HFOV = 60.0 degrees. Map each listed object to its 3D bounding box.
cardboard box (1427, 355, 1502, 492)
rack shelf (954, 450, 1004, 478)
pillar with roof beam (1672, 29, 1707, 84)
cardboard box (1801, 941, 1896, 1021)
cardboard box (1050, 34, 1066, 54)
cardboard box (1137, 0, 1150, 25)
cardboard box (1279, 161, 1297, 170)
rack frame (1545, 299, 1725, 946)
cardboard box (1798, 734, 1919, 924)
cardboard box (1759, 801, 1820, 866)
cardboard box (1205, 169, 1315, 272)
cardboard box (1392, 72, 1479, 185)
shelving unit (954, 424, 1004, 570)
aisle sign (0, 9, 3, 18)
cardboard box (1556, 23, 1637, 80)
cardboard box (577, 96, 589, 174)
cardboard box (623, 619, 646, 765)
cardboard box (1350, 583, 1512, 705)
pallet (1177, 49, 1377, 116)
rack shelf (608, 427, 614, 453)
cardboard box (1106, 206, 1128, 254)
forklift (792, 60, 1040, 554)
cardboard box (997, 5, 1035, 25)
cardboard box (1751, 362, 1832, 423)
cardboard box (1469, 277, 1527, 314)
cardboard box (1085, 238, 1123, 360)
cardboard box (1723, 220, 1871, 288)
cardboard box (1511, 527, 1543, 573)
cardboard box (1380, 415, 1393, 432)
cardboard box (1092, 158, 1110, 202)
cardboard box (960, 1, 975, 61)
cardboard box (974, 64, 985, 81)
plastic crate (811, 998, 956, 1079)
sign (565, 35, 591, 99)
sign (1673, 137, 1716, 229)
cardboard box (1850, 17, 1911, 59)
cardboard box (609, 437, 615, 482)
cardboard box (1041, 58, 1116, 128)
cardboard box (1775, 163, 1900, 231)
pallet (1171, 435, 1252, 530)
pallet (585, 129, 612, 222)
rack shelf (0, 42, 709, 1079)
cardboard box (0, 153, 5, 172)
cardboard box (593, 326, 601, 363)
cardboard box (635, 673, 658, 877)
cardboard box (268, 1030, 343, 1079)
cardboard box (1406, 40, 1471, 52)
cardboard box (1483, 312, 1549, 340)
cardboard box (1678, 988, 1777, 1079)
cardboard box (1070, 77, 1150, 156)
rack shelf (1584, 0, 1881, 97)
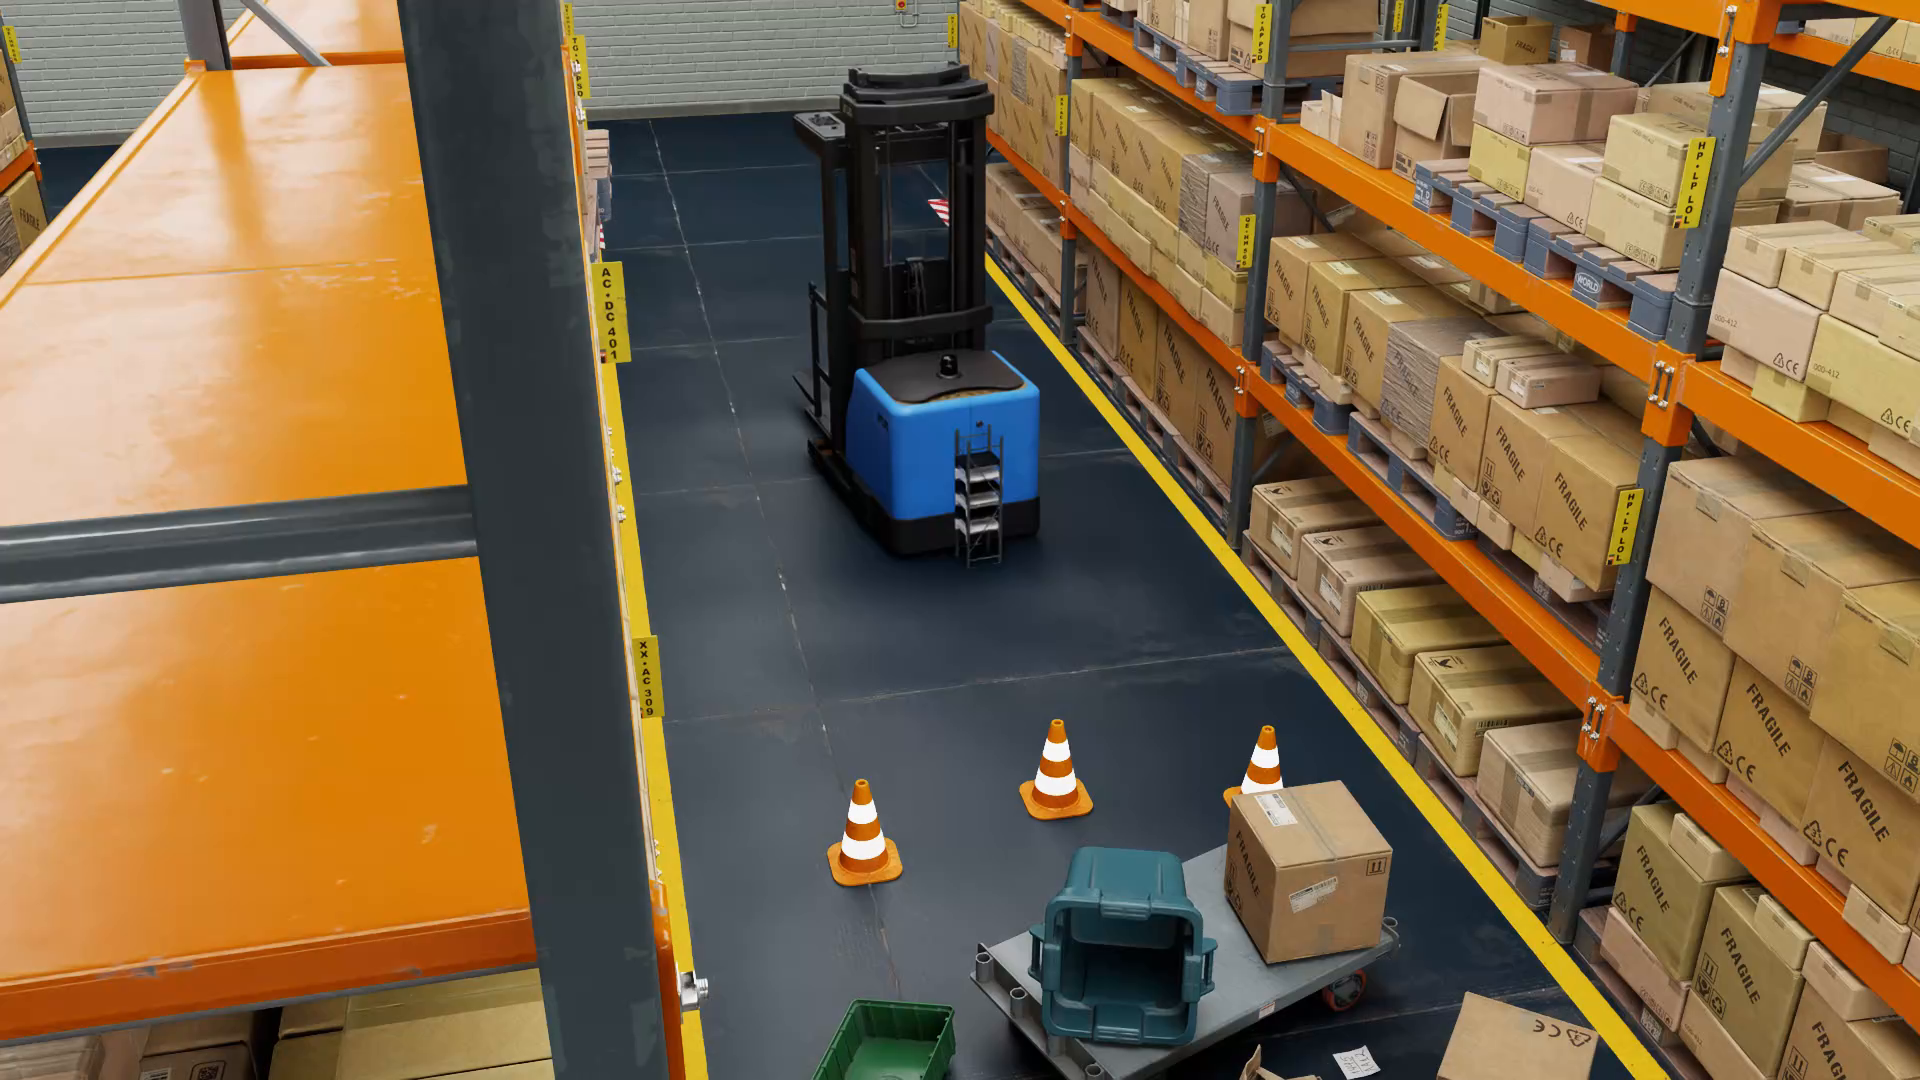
[{"bbox_3d":[2.620,-0.579,8.008,0.500,0.500,0.500,-5,27,-10],"label":"cardboard box"},{"bbox_3d":[0.120,-0.483,10.529,0.258,0.077,0.200,-10,28,-19],"label":"rack shelf"},{"bbox_3d":[2.731,-6.246,13.484,9.100,9.000,0.400,-6,27,-12],"label":"pillar with roof beam"},{"bbox_3d":[3.192,1.516,5.796,0.380,0.149,0.250,-4,27,-9],"label":"cardboard box"},{"bbox_3d":[0.989,-4.223,14.193,0.380,0.149,0.250,-6,27,-12],"label":"cardboard box"},{"bbox_3d":[1.439,-3.731,11.513,0.396,0.266,0.258,-4,27,-7],"label":"cardboard box"},{"bbox_3d":[2.276,-2.295,11.094,0.500,0.500,0.500,-6,27,-11],"label":"cardboard box"},{"bbox_3d":[3.171,0.410,6.955,1.000,3.000,0.127,-6,27,-12],"label":"rack frame"},{"bbox_3d":[3.235,0.894,5.556,0.500,0.500,0.500,-6,27,-12],"label":"cardboard box"},{"bbox_3d":[3.149,1.024,6.017,0.380,0.149,0.250,-5,27,-10],"label":"cardboard box"},{"bbox_3d":[1.899,-2.037,10.583,0.500,0.500,0.500,-7,28,-13],"label":"cardboard box"},{"bbox_3d":[2.642,-2.064,8.414,0.797,0.503,0.637,-6,27,-12],"label":"cardboard box"},{"bbox_3d":[0.120,-0.272,10.636,0.258,0.900,0.210,-10,28,-19],"label":"shelving unit"},{"bbox_3d":[-8.912,-5.074,14.936,0.394,0.787,0.004,-6,27,-12],"label":"aisle sign"},{"bbox_3d":[6.127,-4.689,16.062,0.500,0.500,0.500,-7,28,-13],"label":"cardboard box"},{"bbox_3d":[-2.002,-1.902,7.729,0.500,0.311,0.500,-6,27,-12],"label":"cardboard box"},{"bbox_3d":[-0.720,0.273,2.715,0.380,0.149,0.250,-6,27,-12],"label":"cardboard box"},{"bbox_3d":[2.727,0.545,9.137,0.950,0.372,0.625,-5,27,-10],"label":"cardboard box"},{"bbox_3d":[2.073,-2.878,10.350,1.213,0.211,1.003,-5,27,-9],"label":"pallet"},{"bbox_3d":[-2.981,-1.356,11.252,1.077,0.370,4.000,-6,27,-12],"label":"rack shelf"},{"bbox_3d":[1.429,-2.361,12.613,0.500,0.250,0.500,-6,27,-12],"label":"cardboard box"},{"bbox_3d":[-0.473,-1.860,11.530,1.130,2.935,3.031,-10,28,-19],"label":"forklift"},{"bbox_3d":[0.555,-4.884,15.503,0.380,0.149,0.250,-6,27,-11],"label":"cardboard box"},{"bbox_3d":[3.005,-0.534,5.776,0.380,0.149,0.250,-6,27,-12],"label":"cardboard box"},{"bbox_3d":[2.914,-1.311,8.738,0.380,0.149,0.250,-7,28,-14],"label":"cardboard box"},{"bbox_3d":[1.586,-2.077,13.774,0.875,0.875,0.875,-5,27,-10],"label":"cardboard box"},{"bbox_3d":[2.924,-1.001,5.817,0.380,0.149,0.250,-6,27,-13],"label":"cardboard box"},{"bbox_3d":[2.744,0.019,7.542,0.380,0.149,0.250,-7,28,-13],"label":"cardboard box"},{"bbox_3d":[2.484,-0.667,8.901,0.380,0.149,0.250,-5,27,-10],"label":"cardboard box"},{"bbox_3d":[1.338,-2.810,12.947,0.500,0.250,0.500,-6,27,-11],"label":"cardboard box"},{"bbox_3d":[0.298,-5.109,16.670,0.500,0.500,0.500,-7,28,-13],"label":"cardboard box"},{"bbox_3d":[0.437,-4.444,16.460,0.500,0.500,0.500,-6,27,-12],"label":"cardboard box"},{"bbox_3d":[-0.313,2.130,6.604,0.450,0.188,0.662,-2,25,20],"label":"plastic crate"},{"bbox_3d":[-1.987,-2.457,8.645,0.100,0.325,0.005,-6,27,-12],"label":"sign"},{"bbox_3d":[2.631,-1.278,5.959,0.100,0.325,0.005,-6,27,-12],"label":"sign"},{"bbox_3d":[6.639,-3.545,11.629,0.500,0.250,0.500,-6,27,-11],"label":"cardboard box"},{"bbox_3d":[-1.118,-0.151,4.439,0.380,0.149,0.250,-6,27,-11],"label":"cardboard box"},{"bbox_3d":[0.993,-3.772,14.020,0.500,0.500,0.500,-6,27,-12],"label":"cardboard box"},{"bbox_3d":[3.430,-1.347,6.807,0.500,0.250,0.500,-7,28,-13],"label":"cardboard box"},{"bbox_3d":[2.166,-0.455,11.763,1.003,0.211,1.213,-6,27,-12],"label":"pallet"},{"bbox_3d":[-2.333,-1.776,8.168,1.213,0.211,1.003,-5,27,-9],"label":"pallet"},{"bbox_3d":[-1.178,-0.343,3.032,1.077,0.370,4.000,-6,27,-12],"label":"rack shelf"},{"bbox_3d":[-8.616,-3.282,14.549,0.380,0.149,0.250,-5,27,-11],"label":"cardboard box"},{"bbox_3d":[-1.067,-0.399,4.046,0.380,0.149,0.250,-5,27,-11],"label":"cardboard box"},{"bbox_3d":[-1.342,0.803,4.811,0.875,0.550,0.550,-6,27,-12],"label":"cardboard box"},{"bbox_3d":[-0.586,0.838,2.037,0.500,0.250,0.500,-6,27,-12],"label":"cardboard box"},{"bbox_3d":[5.142,-5.203,17.912,0.500,0.250,0.500,-6,27,-11],"label":"cardboard box"},{"bbox_3d":[3.007,-0.853,8.549,0.500,0.500,0.500,-7,28,-14],"label":"cardboard box"},{"bbox_3d":[3.173,1.970,6.451,0.500,0.250,0.500,-4,27,-9],"label":"cardboard box"},{"bbox_3d":[1.188,-3.371,13.225,0.500,0.500,0.500,-6,27,-11],"label":"cardboard box"},{"bbox_3d":[2.721,-2.646,7.595,1.077,0.370,4.000,-6,27,-12],"label":"rack shelf"}]
